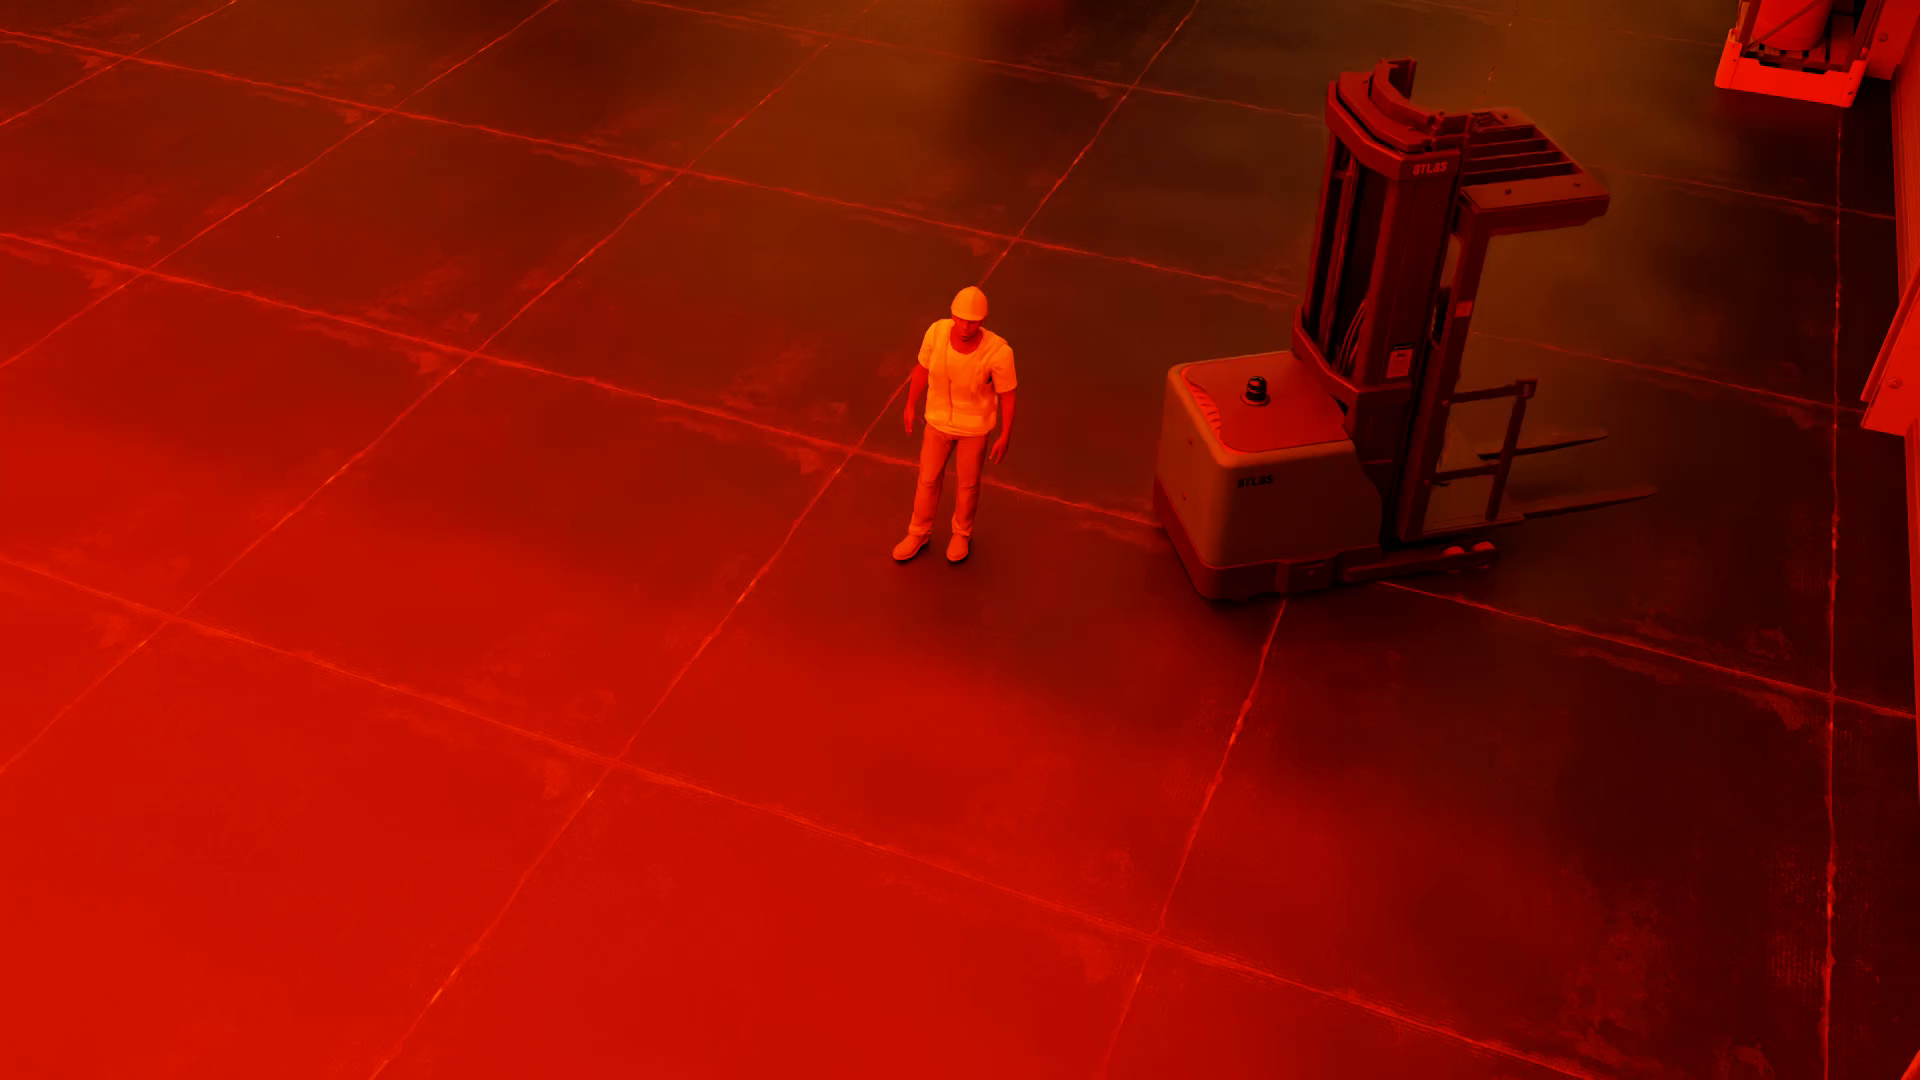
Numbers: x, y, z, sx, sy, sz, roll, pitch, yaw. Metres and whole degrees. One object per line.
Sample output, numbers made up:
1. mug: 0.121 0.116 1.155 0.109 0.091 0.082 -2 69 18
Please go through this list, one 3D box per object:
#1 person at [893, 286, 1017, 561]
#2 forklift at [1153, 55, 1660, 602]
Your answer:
1. person: -0.032 -0.643 9.671 0.665 1.765 0.577 15 42 17
2. forklift: 2.785 -1.246 9.495 3.031 2.935 1.130 -8 41 -10
